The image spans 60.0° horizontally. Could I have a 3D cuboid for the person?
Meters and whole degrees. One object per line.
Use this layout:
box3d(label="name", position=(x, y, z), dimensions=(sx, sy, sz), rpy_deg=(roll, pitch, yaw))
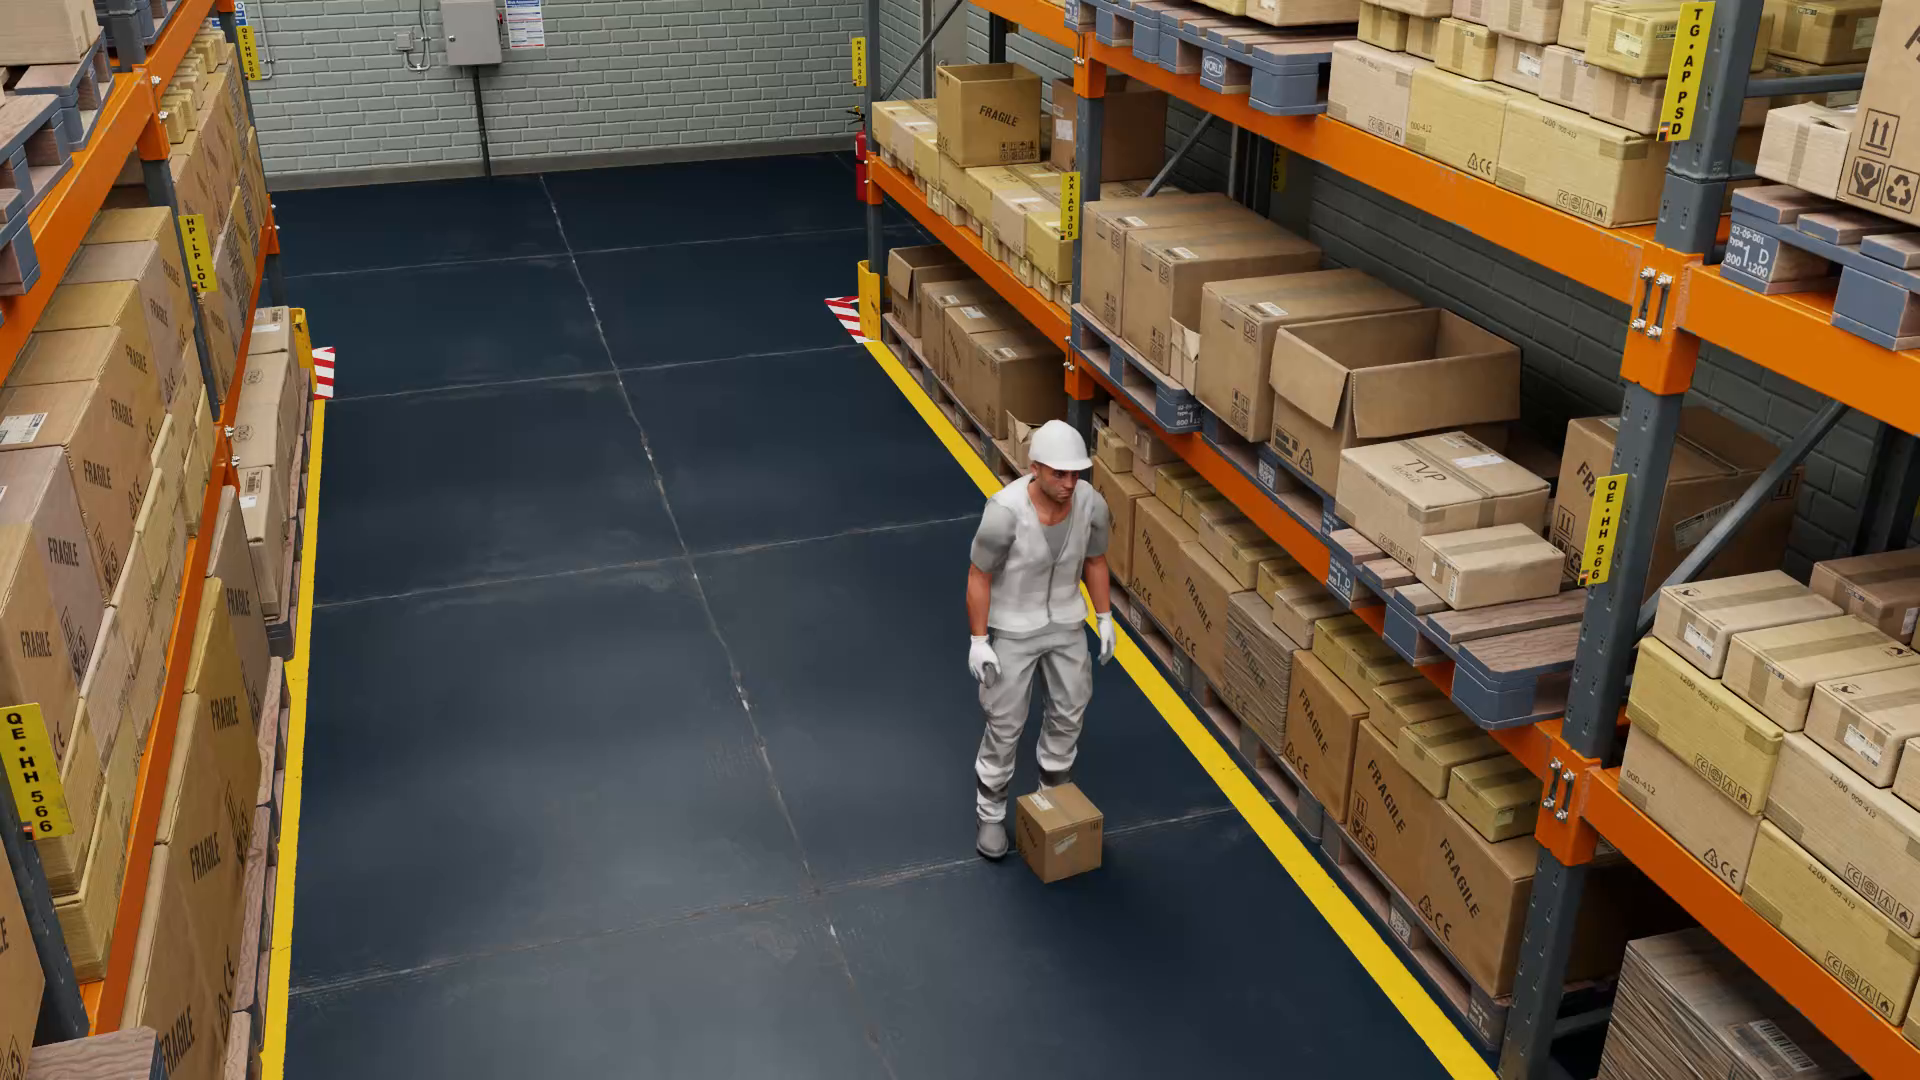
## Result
box3d(label="person", position=(0.312, 0.362, 6.355), dimensions=(0.623, 1.780, 0.446), rpy_deg=(-10, 28, -19))
